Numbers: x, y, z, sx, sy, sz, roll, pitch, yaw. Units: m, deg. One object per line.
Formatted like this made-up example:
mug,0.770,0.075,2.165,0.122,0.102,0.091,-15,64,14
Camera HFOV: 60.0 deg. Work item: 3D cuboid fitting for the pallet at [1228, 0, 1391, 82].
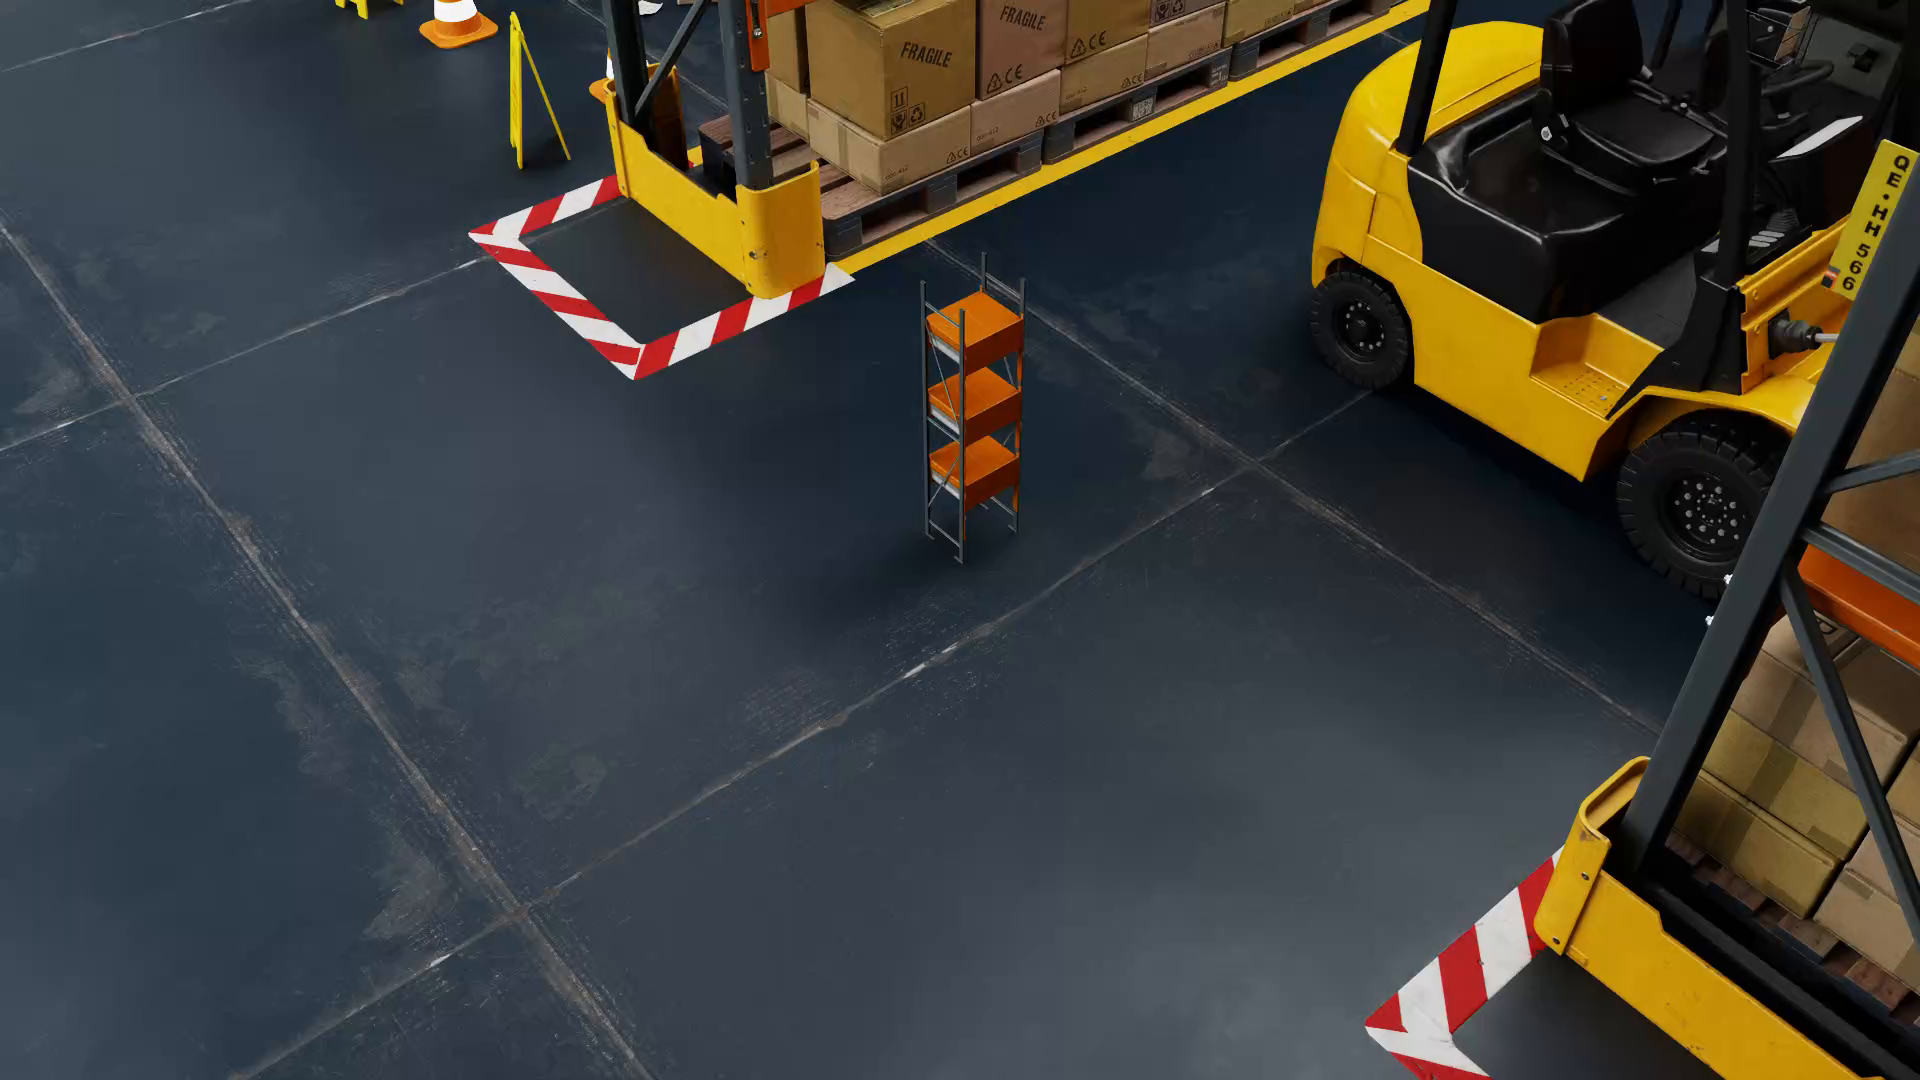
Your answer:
pallet,1.477,-2.835,8.614,1.213,0.211,1.003,-30,51,-28

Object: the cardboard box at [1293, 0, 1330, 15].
cardboard box,1.688,-2.915,8.364,0.500,0.250,0.500,-28,50,-26

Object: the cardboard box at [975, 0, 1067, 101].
cardboard box,0.113,-2.284,7.145,0.500,0.500,0.500,-32,52,-29

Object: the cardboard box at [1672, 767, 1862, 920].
cardboard box,2.246,0.674,4.543,0.500,0.250,0.500,-29,51,-28

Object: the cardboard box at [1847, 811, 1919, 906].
cardboard box,2.582,0.767,4.079,0.500,0.250,0.500,-29,50,-27

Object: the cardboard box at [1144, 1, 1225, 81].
cardboard box,0.893,-2.455,7.874,0.500,0.250,0.500,-29,50,-27

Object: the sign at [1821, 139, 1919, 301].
sign,1.751,-0.602,3.182,0.005,0.325,0.100,-30,51,-28

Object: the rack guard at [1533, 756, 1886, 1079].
rack guard,2.070,1.119,4.194,0.348,0.500,1.175,-30,51,-28

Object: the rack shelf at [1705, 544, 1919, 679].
rack shelf,3.622,-0.419,4.531,4.000,0.370,1.077,-30,51,-28

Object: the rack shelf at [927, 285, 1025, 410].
rack shelf,0.041,-0.605,5.229,0.240,0.259,0.215,-30,51,-28

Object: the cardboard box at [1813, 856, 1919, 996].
cardboard box,2.591,0.933,4.267,0.500,0.250,0.500,-30,51,-28

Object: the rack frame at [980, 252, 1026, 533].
rack frame,0.135,-0.460,5.473,0.008,1.050,0.200,-30,51,-28

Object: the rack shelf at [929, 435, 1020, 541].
rack shelf,0.041,-0.196,5.613,0.240,0.259,0.215,-30,51,-28

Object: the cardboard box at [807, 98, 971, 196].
cardboard box,-0.303,-1.768,7.143,0.500,0.250,0.500,-30,51,-28

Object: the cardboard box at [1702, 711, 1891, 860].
cardboard box,2.261,0.486,4.378,0.500,0.250,0.500,-30,51,-28

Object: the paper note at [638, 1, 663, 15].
paper note,-1.651,-2.786,8.694,0.148,0.019,0.142,22,47,21

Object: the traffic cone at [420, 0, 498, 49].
traffic cone,-2.570,-2.783,8.375,0.334,0.463,0.336,-30,51,-28

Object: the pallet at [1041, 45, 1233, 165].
pallet,0.540,-2.296,8.041,1.213,0.211,1.003,-30,51,-28

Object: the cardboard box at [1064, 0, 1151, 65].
cardboard box,0.503,-2.500,7.375,0.500,0.500,0.500,-29,50,-27

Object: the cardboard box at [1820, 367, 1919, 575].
cardboard box,2.297,-0.193,3.692,0.500,0.500,0.500,-31,51,-29

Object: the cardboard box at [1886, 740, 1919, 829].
cardboard box,2.578,0.570,3.923,0.500,0.250,0.500,-31,51,-28

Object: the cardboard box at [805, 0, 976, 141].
cardboard box,-0.285,-2.052,6.898,0.500,0.500,0.500,-32,52,-29

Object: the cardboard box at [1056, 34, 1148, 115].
cardboard box,0.504,-2.234,7.640,0.500,0.250,0.500,-26,49,-25

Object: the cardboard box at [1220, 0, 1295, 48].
cardboard box,1.286,-2.676,8.109,0.500,0.250,0.500,-31,51,-29

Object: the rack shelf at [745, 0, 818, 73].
rack shelf,0.435,-3.024,7.304,4.000,0.370,1.077,-30,51,-28

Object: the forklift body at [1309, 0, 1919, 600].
forklift body,2.372,-1.284,5.547,1.214,2.155,2.313,-30,51,-28

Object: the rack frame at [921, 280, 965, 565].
rack frame,-0.053,-0.353,5.359,0.008,1.050,0.200,-30,51,-28

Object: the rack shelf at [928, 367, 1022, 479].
rack shelf,0.041,-0.399,5.423,0.240,0.259,0.215,-30,51,-28

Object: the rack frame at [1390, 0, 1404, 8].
rack frame,1.969,-4.165,7.993,0.127,3.000,1.000,-30,51,-28

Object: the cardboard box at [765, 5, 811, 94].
cardboard box,-0.652,-2.321,7.184,0.500,0.500,0.500,-29,51,-28

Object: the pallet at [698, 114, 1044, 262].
pallet,-0.395,-1.763,7.473,1.213,0.211,1.003,-30,51,-28

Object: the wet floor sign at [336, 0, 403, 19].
wet floor sign,-3.104,-3.052,8.528,0.267,0.644,0.232,30,51,28

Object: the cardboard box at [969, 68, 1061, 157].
cardboard box,0.093,-1.988,7.377,0.500,0.250,0.500,-28,50,-27

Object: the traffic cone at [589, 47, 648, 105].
traffic cone,-1.597,-2.349,7.914,0.334,0.463,0.336,-30,51,-28

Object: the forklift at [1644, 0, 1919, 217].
forklift,3.660,-2.801,6.591,3.031,2.935,1.130,-30,51,-28

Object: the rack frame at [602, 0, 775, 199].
rack frame,-1.099,-2.408,6.123,0.127,3.000,1.000,-30,51,-28

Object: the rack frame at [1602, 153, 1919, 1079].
rack frame,2.088,0.197,3.349,0.127,3.000,1.000,-30,51,-28

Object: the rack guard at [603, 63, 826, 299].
rack guard,-1.041,-1.530,7.014,0.348,0.500,1.175,-30,51,-28

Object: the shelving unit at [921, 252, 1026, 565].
shelving unit,0.041,-0.406,5.416,0.252,1.050,0.215,-30,51,-28

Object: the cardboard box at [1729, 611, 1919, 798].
cardboard box,2.241,0.316,4.194,0.500,0.250,0.500,-28,50,-27

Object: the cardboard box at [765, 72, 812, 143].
cardboard box,-0.633,-2.065,7.460,0.500,0.250,0.500,-30,51,-28

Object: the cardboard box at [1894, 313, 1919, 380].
cardboard box,2.175,-0.375,3.412,0.250,0.149,0.380,-29,50,-27

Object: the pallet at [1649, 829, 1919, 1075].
pallet,2.648,0.856,4.685,1.213,0.211,1.003,-30,51,-28

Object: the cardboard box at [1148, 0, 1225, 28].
cardboard box,0.908,-2.739,7.629,0.500,0.500,0.500,-27,50,-26

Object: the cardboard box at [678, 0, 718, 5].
cardboard box,-1.390,-3.005,8.841,0.250,0.149,0.380,-7,44,-7

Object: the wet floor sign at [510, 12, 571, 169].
wet floor sign,-1.931,-2.028,7.438,0.232,0.644,0.267,-14,45,-14
